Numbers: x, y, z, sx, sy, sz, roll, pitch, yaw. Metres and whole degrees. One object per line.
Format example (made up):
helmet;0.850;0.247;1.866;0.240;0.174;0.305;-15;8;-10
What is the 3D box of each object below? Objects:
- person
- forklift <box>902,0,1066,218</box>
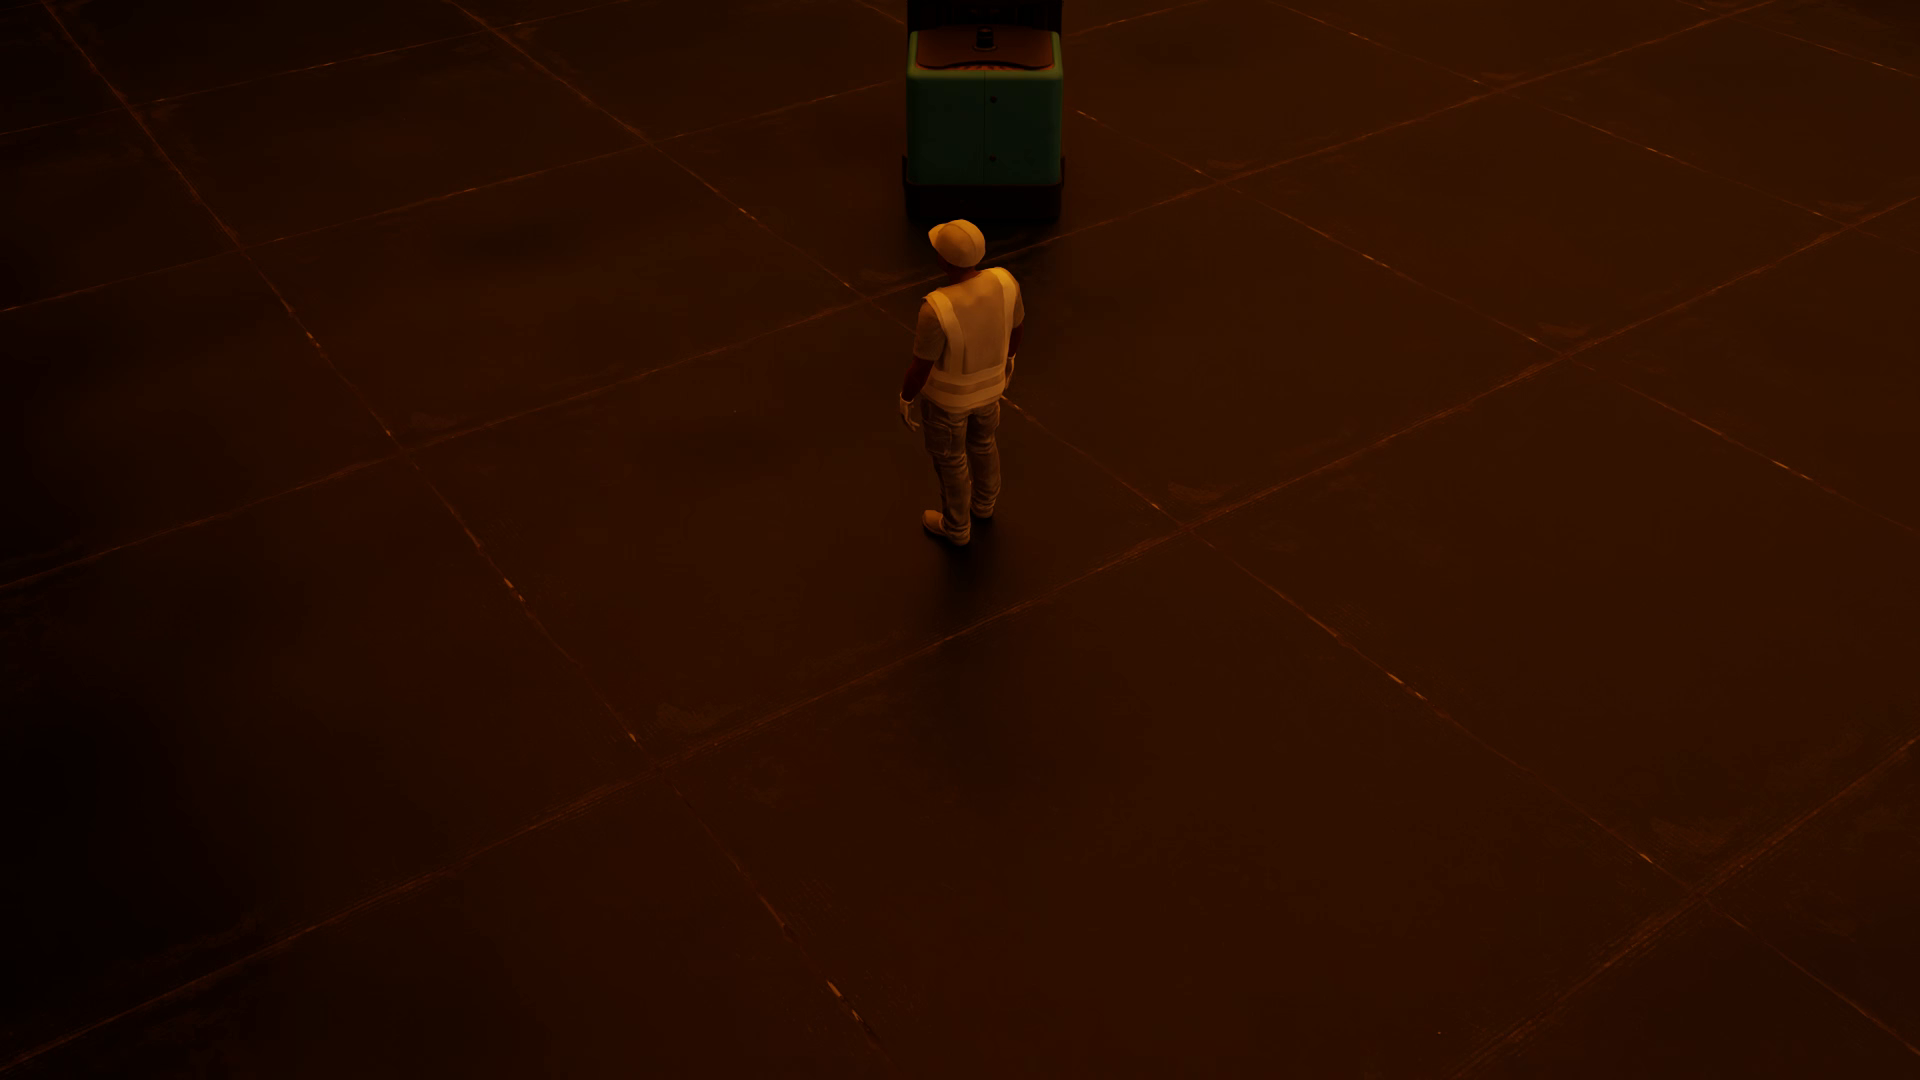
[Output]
person;-0.035;-0.761;7.927;0.657;1.785;0.575;-23;42;-28
forklift;0.174;-4.193;11.616;1.130;2.935;3.031;0;36;0
